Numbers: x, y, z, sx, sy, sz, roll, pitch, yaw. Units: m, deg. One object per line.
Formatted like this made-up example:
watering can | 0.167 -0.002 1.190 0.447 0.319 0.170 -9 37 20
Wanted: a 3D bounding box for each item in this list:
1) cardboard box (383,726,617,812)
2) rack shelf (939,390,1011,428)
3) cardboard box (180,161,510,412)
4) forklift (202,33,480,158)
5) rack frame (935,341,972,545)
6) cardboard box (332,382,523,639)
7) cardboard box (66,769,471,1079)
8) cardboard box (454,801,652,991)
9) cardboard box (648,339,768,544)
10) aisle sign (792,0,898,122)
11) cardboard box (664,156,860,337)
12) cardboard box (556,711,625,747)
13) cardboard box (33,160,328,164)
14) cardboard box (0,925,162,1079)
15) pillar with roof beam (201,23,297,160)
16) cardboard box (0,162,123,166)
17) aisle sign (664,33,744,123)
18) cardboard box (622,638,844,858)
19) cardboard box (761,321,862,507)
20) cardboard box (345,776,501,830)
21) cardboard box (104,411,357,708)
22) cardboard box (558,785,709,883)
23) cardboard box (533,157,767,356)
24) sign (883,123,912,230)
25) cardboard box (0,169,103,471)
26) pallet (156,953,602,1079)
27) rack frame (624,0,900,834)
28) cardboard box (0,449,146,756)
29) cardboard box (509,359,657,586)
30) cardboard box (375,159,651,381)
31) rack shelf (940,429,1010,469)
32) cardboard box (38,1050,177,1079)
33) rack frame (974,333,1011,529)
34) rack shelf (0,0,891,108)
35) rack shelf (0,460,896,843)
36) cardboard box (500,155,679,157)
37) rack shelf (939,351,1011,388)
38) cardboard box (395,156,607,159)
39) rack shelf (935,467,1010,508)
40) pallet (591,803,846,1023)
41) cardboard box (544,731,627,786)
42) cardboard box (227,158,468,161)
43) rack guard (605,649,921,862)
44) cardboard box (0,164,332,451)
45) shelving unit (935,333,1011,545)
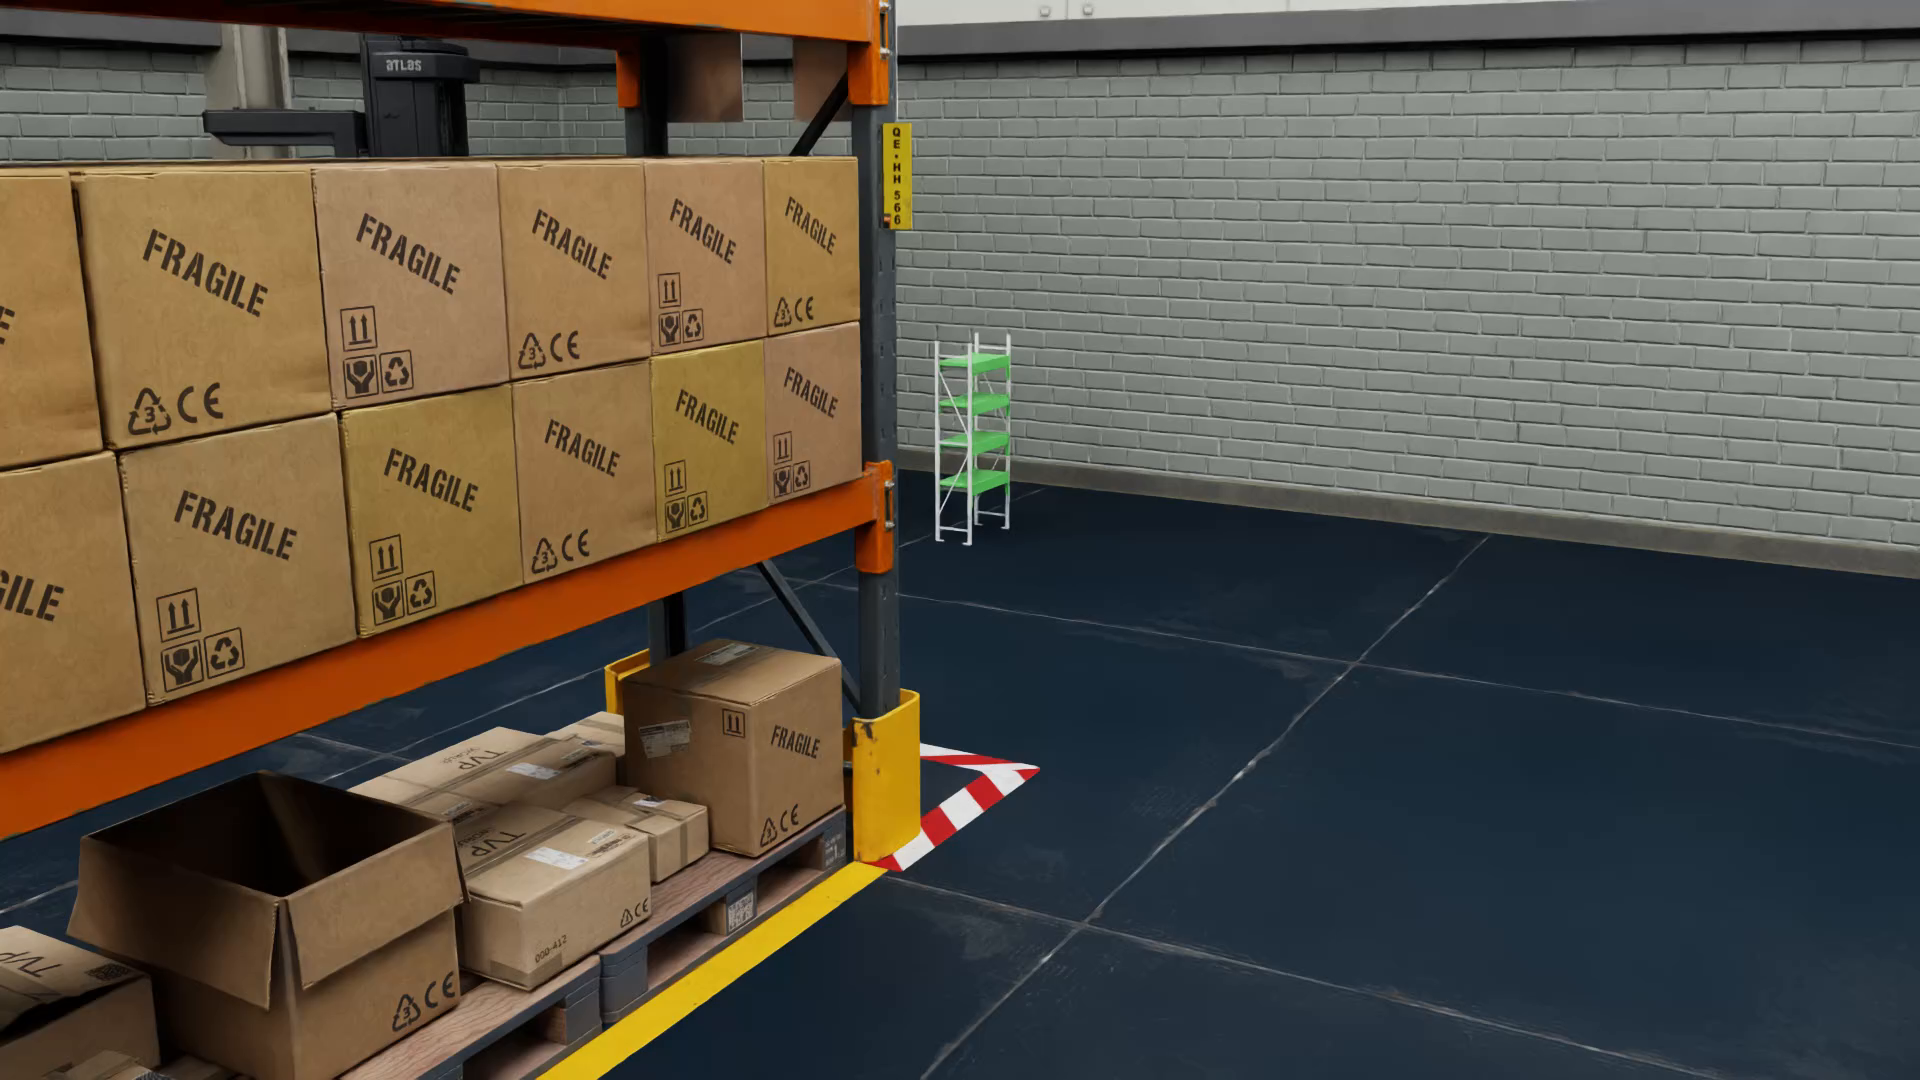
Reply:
cardboard box | -1.425 0.813 5.189 0.500 0.250 0.500 7 15 28
rack shelf | 0.080 -0.788 9.993 0.258 0.148 0.480 7 15 28
cardboard box | -1.385 -0.588 3.725 0.500 0.500 0.500 8 16 30
forklift | -3.514 -1.349 9.377 3.031 2.935 1.130 -1 14 -5
rack frame | -0.038 -0.567 9.826 0.240 1.200 0.015 7 15 28
cardboard box | -1.388 -0.106 3.858 0.500 0.500 0.500 7 15 27
cardboard box | -1.702 0.943 4.111 0.797 0.503 0.637 7 15 28
cardboard box | -1.205 0.962 4.571 0.500 0.250 0.500 7 15 28
cardboard box | -0.898 -0.311 4.709 0.500 0.500 0.500 8 15 29
aisle sign | -0.371 -1.735 5.282 0.394 0.787 0.004 7 15 28
cardboard box | -0.647 -0.904 5.036 0.500 0.500 0.500 7 15 28
cardboard box | -1.176 0.727 5.761 0.380 0.149 0.250 7 15 28
cardboard box | -1.855 -0.651 3.986 0.500 0.500 0.500 7 15 28
cardboard box | -2.216 1.119 3.789 0.500 0.311 0.500 7 15 28
pillar with roof beam | -0.694 -4.133 7.976 9.100 9.000 0.400 7 15 28
cardboard box | -2.099 -0.548 3.558 0.500 0.500 0.500 8 15 28
aisle sign | -0.896 -1.803 5.564 0.394 0.787 0.004 7 15 28
cardboard box | -0.720 0.649 5.336 0.500 0.500 0.500 7 15 28
cardboard box | -0.651 -0.418 5.152 0.500 0.500 0.500 8 16 30
cardboard box | -1.667 0.916 4.763 0.500 0.250 0.500 7 15 28
cardboard box | -1.632 -0.001 3.425 0.500 0.500 0.500 7 15 28
cardboard box | -0.994 0.884 5.073 0.380 0.166 0.250 7 15 28
cardboard box | -0.890 -0.800 4.606 0.500 0.500 0.500 8 16 30
sign | -0.196 -1.141 5.222 0.100 0.325 0.005 7 15 28
cardboard box | -1.883 -0.376 2.848 0.500 0.500 0.500 7 15 26
pallet | -1.684 1.293 4.222 1.003 0.211 1.213 7 15 28
rack frame | -0.672 -0.492 5.673 1.000 3.000 0.127 7 15 28
cardboard box | -1.876 0.101 3.000 0.500 0.500 0.500 8 16 29
cardboard box | -1.144 -0.209 4.287 0.500 0.500 0.500 8 15 28
cardboard box | -1.137 -0.693 4.162 0.500 0.500 0.500 8 16 30
rack shelf | 0.080 -0.555 10.049 0.258 0.148 0.480 7 15 28
cardboard box | -1.804 1.252 3.546 0.380 0.166 0.250 7 15 28
rack frame | 0.198 -0.667 10.241 0.240 1.200 0.015 7 15 28
rack shelf | -1.639 -1.190 3.704 1.077 0.370 4.000 7 15 28
rack shelf | -1.639 0.268 4.055 1.077 0.370 4.000 7 15 28
cardboard box | -1.118 -0.965 5.290 0.500 0.500 0.500 8 16 30
rack shelf | 0.080 -1.022 9.936 0.258 0.148 0.480 7 15 28
cardboard box | -1.364 -0.857 4.842 0.500 0.500 0.500 8 15 29
rack shelf | 0.080 -0.322 10.105 0.258 0.148 0.480 7 15 28
pallet | -1.094 1.043 5.256 1.003 0.211 1.213 7 15 28
cardboard box | -1.296 0.770 5.546 0.380 0.166 0.250 7 15 28
cardboard box | -1.610 -0.755 4.418 0.500 0.500 0.500 8 16 29
rack guard | -0.709 0.739 5.901 1.175 0.500 0.348 7 15 28
cardboard box | -1.634 -0.482 3.285 0.500 0.500 0.500 7 15 26
shelving unit | 0.080 -0.617 10.034 0.258 1.200 0.503 7 15 28
